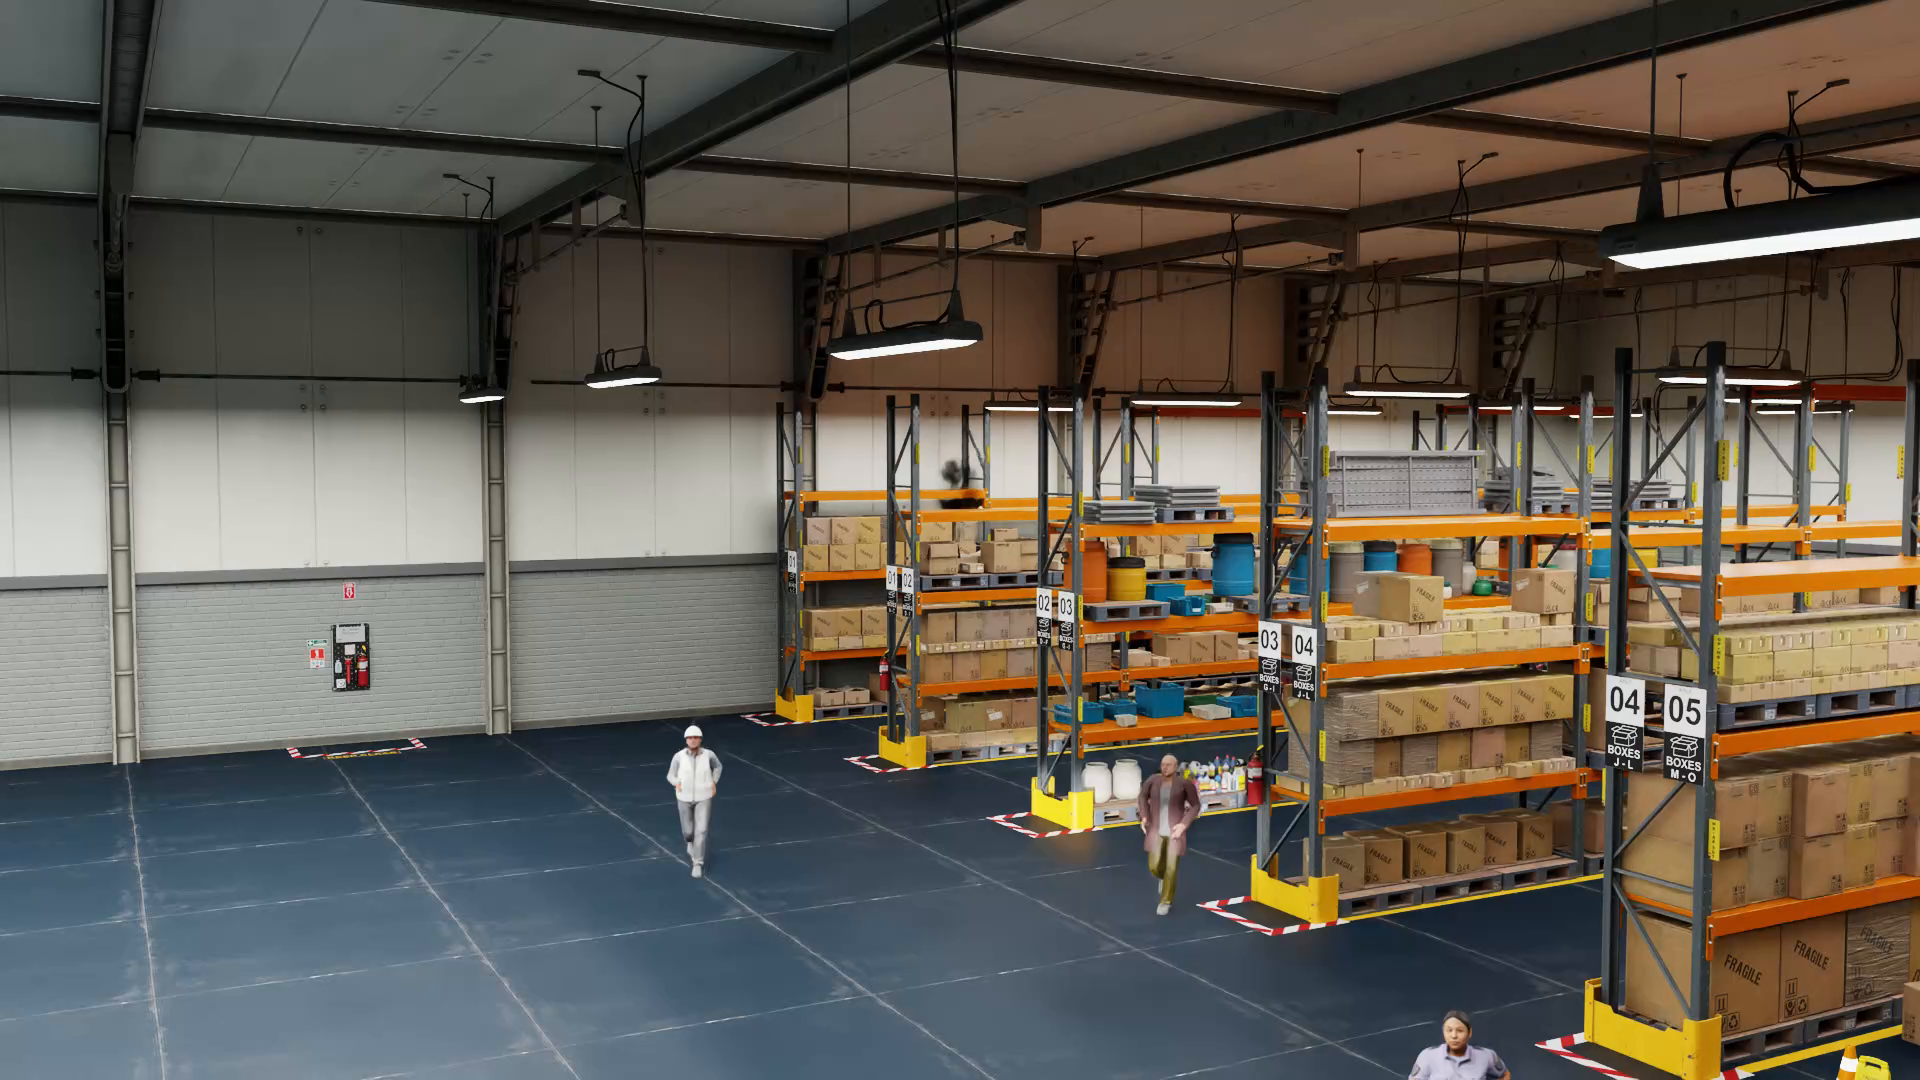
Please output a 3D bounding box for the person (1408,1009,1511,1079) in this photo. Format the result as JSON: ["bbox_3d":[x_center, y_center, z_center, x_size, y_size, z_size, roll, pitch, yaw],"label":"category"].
[{"bbox_3d":[3.092,3.757,10.363,0.614,1.679,0.898,1,3,22],"label":"person"}]

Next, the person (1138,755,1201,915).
[{"bbox_3d":[2.332,3.258,18.567,0.731,1.765,0.641,1,4,23],"label":"person"}]

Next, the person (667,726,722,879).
[{"bbox_3d":[-3.239,3.142,20.228,0.634,1.777,0.922,0,3,-7],"label":"person"}]
